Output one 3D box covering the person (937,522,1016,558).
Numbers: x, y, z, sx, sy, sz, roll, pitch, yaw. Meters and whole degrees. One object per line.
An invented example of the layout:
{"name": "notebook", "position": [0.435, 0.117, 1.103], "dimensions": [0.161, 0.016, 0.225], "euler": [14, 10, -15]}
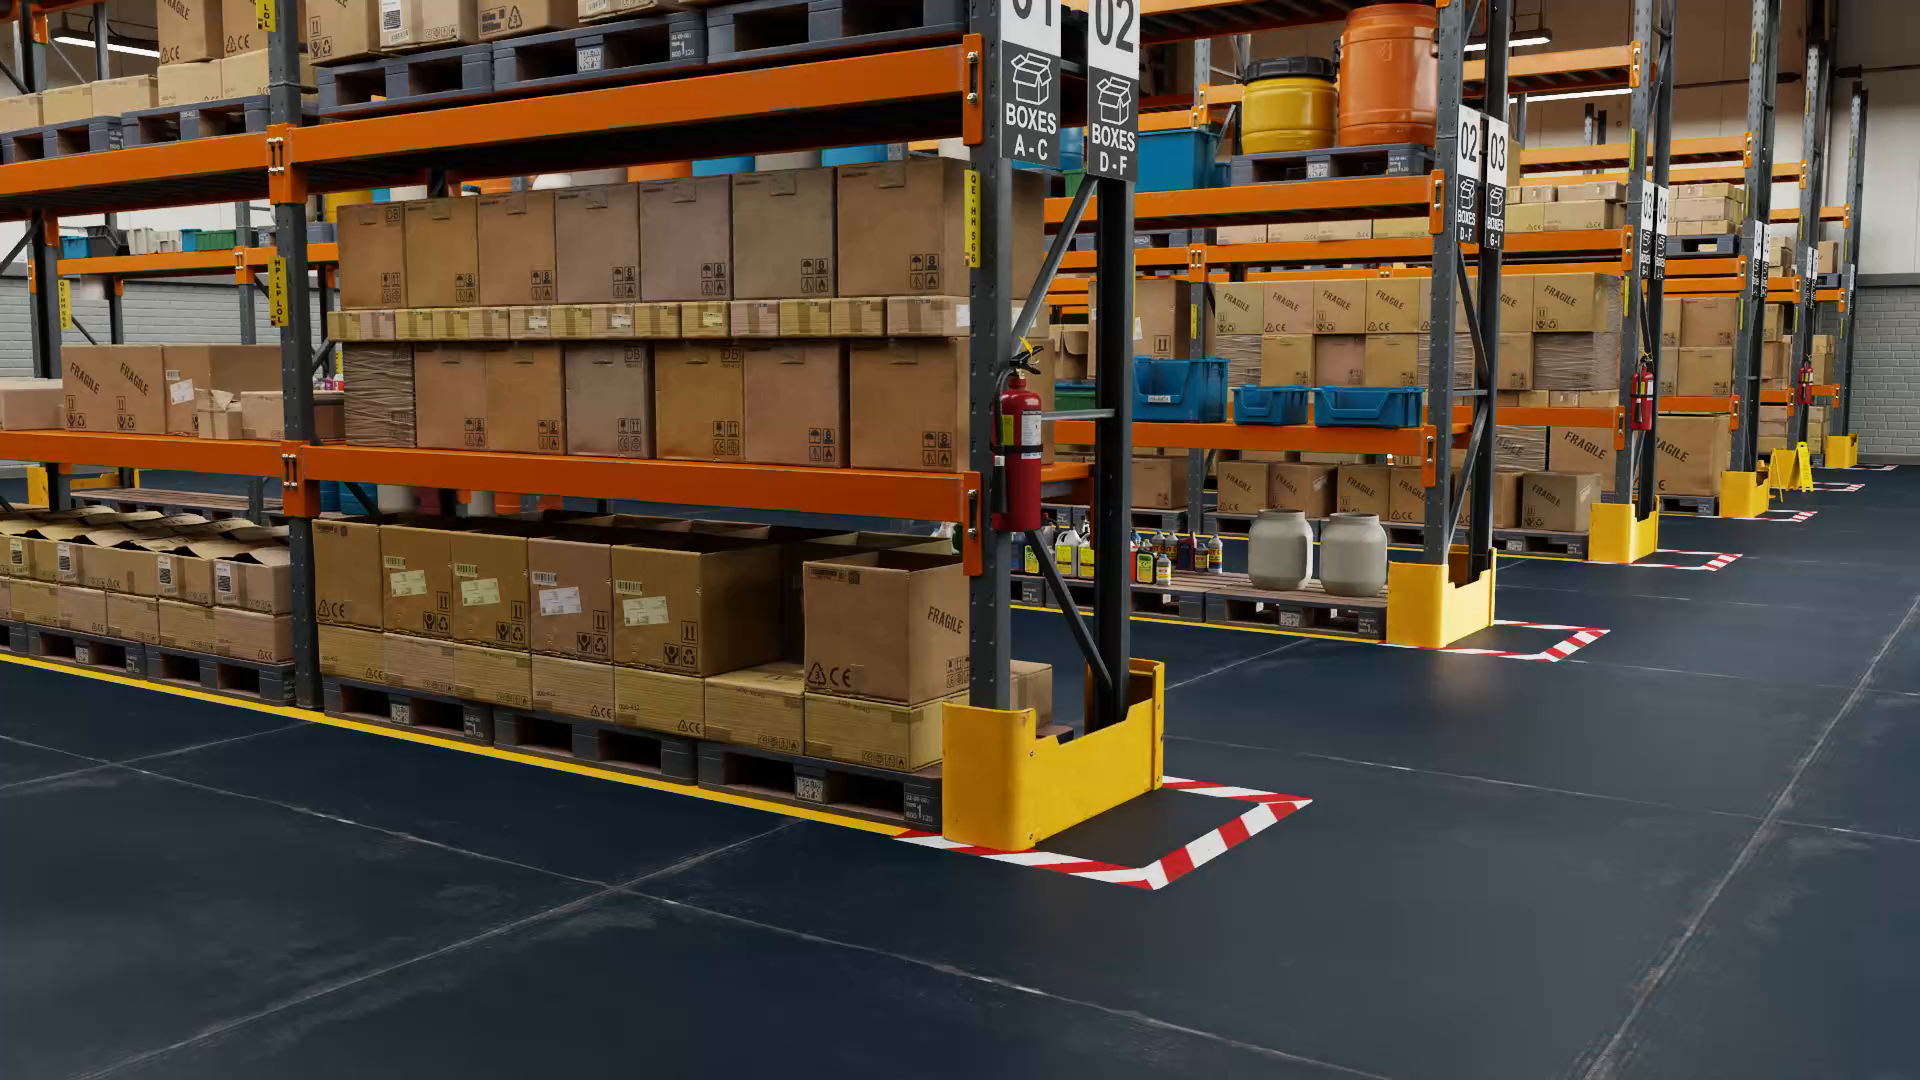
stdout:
{"name": "person", "position": [0.060, -0.080, 8.286], "dimensions": [0.564, 1.787, 0.638], "euler": [4, 7, 33]}
